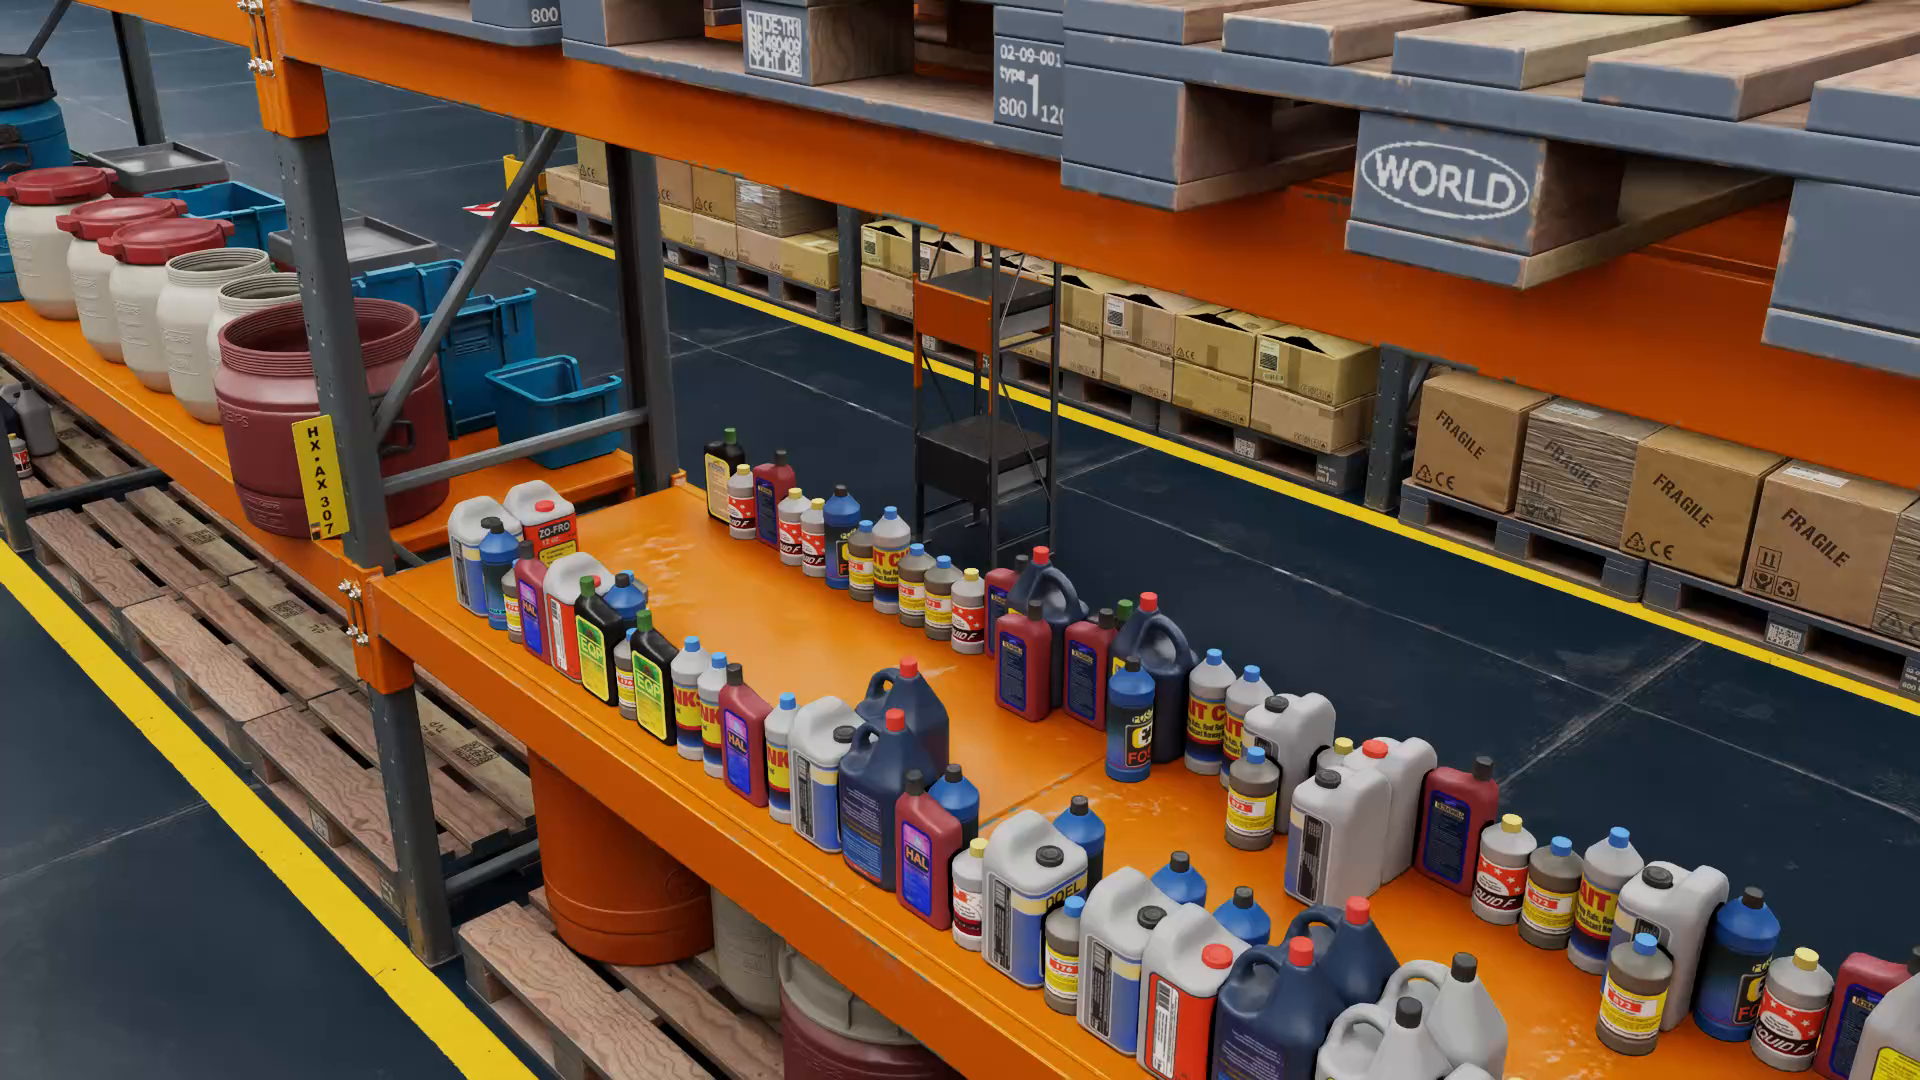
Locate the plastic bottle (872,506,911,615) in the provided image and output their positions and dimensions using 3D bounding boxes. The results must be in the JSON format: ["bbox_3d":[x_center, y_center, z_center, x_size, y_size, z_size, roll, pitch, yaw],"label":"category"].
[{"bbox_3d":[-0.172,0.046,4.191,0.097,0.271,0.097,0,25,0],"label":"plastic bottle"}]

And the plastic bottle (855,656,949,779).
[{"bbox_3d":[-0.117,0.389,3.343,0.144,0.351,0.185,-21,32,-38],"label":"plastic bottle"}]

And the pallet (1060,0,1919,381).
[{"bbox_3d":[0.877,-0.519,1.887,1.213,0.211,1.003,-21,32,-38],"label":"pallet"}]

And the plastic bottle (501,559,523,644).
[{"bbox_3d":[-1.064,0.143,4.061,0.097,0.201,0.097,0,25,0],"label":"plastic bottle"}]

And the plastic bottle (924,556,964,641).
[{"bbox_3d":[-0.039,0.137,4.076,0.097,0.201,0.097,0,25,0],"label":"plastic bottle"}]

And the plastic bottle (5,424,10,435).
[{"bbox_3d":[-4.553,-0.471,7.911,0.061,0.283,0.133,-19,31,-36],"label":"plastic bottle"}]

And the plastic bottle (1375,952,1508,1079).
[{"bbox_3d":[0.722,0.765,2.518,0.144,0.351,0.185,-21,32,-38],"label":"plastic bottle"}]

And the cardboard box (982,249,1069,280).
[{"bbox_3d":[0.428,-1.548,9.661,0.500,0.311,0.500,23,33,40],"label":"cardboard box"}]

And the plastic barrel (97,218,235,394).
[{"bbox_3d":[-2.693,-0.811,5.749,0.433,0.535,0.433,0,25,0],"label":"plastic barrel"}]

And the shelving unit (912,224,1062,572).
[{"bbox_3d":[0.113,-0.905,7.204,0.431,2.100,0.503,-21,32,-38],"label":"shelving unit"}]

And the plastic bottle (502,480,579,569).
[{"bbox_3d":[-1.079,-0.006,4.299,0.152,0.276,0.135,-21,32,-38],"label":"plastic bottle"}]

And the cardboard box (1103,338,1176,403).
[{"bbox_3d":[1.134,-0.985,9.102,0.500,0.250,0.500,-20,31,-37],"label":"cardboard box"}]

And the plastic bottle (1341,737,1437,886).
[{"bbox_3d":[0.813,0.497,3.196,0.152,0.276,0.135,-21,32,-38],"label":"plastic bottle"}]

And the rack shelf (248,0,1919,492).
[{"bbox_3d":[0.117,-0.674,2.866,1.077,0.370,4.000,-21,32,-38],"label":"rack shelf"}]

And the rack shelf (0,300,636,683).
[{"bbox_3d":[-2.617,-0.521,6.145,1.077,0.370,4.000,-21,32,-38],"label":"rack shelf"}]

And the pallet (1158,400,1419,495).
[{"bbox_3d":[1.834,-0.638,8.895,1.003,0.211,1.213,-21,32,-38],"label":"pallet"}]

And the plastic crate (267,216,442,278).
[{"bbox_3d":[-2.131,-0.848,5.917,0.402,0.464,0.583,-21,32,-38],"label":"plastic crate"}]

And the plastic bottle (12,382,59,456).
[{"bbox_3d":[-4.529,-0.603,8.120,0.144,0.351,0.185,-21,32,-38],"label":"plastic bottle"}]

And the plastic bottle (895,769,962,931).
[{"bbox_3d":[-0.057,0.563,3.042,0.061,0.283,0.133,-21,32,-38],"label":"plastic bottle"}]

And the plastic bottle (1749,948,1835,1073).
[{"bbox_3d":[1.362,0.758,2.715,0.097,0.201,0.097,0,25,0],"label":"plastic bottle"}]

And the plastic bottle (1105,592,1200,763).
[{"bbox_3d":[0.415,0.284,3.572,0.144,0.351,0.185,-21,32,-38],"label":"plastic bottle"}]

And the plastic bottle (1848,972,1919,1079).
[{"bbox_3d":[1.453,0.781,2.483,0.144,0.351,0.185,-21,32,-38],"label":"plastic bottle"}]

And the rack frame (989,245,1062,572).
[{"bbox_3d":[0.280,-0.831,7.042,0.400,2.100,0.015,-21,32,-38],"label":"rack frame"}]

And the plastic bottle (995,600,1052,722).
[{"bbox_3d":[0.140,0.255,3.717,0.061,0.283,0.133,-21,32,-38],"label":"plastic bottle"}]

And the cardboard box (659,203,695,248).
[{"bbox_3d":[-1.871,-2.330,12.050,0.500,0.250,0.500,-21,32,-38],"label":"cardboard box"}]

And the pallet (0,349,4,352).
[{"bbox_3d":[-6.080,-1.140,9.995,1.003,0.211,1.213,-21,32,-38],"label":"pallet"}]

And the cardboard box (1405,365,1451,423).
[{"bbox_3d":[2.225,-0.828,8.759,0.500,0.250,0.500,-21,32,-39],"label":"cardboard box"}]

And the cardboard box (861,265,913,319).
[{"bbox_3d":[-0.271,-1.606,10.463,0.500,0.250,0.500,-22,33,-40],"label":"cardboard box"}]

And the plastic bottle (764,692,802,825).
[{"bbox_3d":[-0.341,0.432,3.345,0.097,0.271,0.097,0,25,0],"label":"plastic bottle"}]

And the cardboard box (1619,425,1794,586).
[{"bbox_3d":[3.172,-0.180,7.012,0.500,0.500,0.500,-22,32,-39],"label":"cardboard box"}]

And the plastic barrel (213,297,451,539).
[{"bbox_3d":[-1.788,-0.359,4.759,0.600,0.536,0.708,-21,32,-38],"label":"plastic barrel"}]

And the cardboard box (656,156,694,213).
[{"bbox_3d":[-1.872,-2.671,11.893,0.500,0.500,0.500,-21,32,-38],"label":"cardboard box"}]

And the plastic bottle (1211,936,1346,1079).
[{"bbox_3d":[0.491,0.750,2.551,0.144,0.351,0.185,-21,32,-38],"label":"plastic bottle"}]

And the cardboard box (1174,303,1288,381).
[{"bbox_3d":[1.471,-1.086,8.648,0.500,0.311,0.500,-22,32,-39],"label":"cardboard box"}]

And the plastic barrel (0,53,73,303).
[{"bbox_3d":[-3.941,-1.479,6.775,0.600,0.901,0.708,-21,32,-38],"label":"plastic barrel"}]

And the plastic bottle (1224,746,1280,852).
[{"bbox_3d":[0.576,0.502,3.275,0.097,0.201,0.097,0,25,0],"label":"plastic bottle"}]

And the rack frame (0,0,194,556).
[{"bbox_3d":[-3.984,-1.454,7.324,1.000,3.000,0.127,-21,32,-38],"label":"rack frame"}]

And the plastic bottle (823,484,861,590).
[{"bbox_3d":[-0.306,-0.013,4.320,0.097,0.271,0.097,0,25,0],"label":"plastic bottle"}]

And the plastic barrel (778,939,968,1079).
[{"bbox_3d":[-0.131,1.149,4.016,0.600,0.588,0.708,-21,32,-38],"label":"plastic barrel"}]

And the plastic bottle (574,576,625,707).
[{"bbox_3d":[-0.815,0.227,3.778,0.061,0.283,0.133,-21,32,-38],"label":"plastic bottle"}]

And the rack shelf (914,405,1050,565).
[{"bbox_3d":[0.113,-0.256,7.500,0.431,0.518,0.480,-21,32,-38],"label":"rack shelf"}]

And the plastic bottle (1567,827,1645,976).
[{"bbox_3d":[1.137,0.626,2.919,0.097,0.271,0.097,0,25,0],"label":"plastic bottle"}]

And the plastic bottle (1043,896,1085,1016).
[{"bbox_3d":[0.193,0.701,2.840,0.097,0.201,0.097,0,25,0],"label":"plastic bottle"}]

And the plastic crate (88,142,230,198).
[{"bbox_3d":[-3.429,-1.423,7.179,0.402,0.464,0.583,-21,32,-38],"label":"plastic crate"}]

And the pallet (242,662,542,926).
[{"bbox_3d":[-1.751,0.781,5.785,1.003,0.211,1.213,-21,32,-38],"label":"pallet"}]

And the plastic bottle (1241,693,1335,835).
[{"bbox_3d":[0.655,0.427,3.350,0.152,0.276,0.135,-21,32,-38],"label":"plastic bottle"}]

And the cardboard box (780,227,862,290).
[{"bbox_3d":[-0.842,-1.877,11.057,0.500,0.250,0.500,-21,32,-38],"label":"cardboard box"}]

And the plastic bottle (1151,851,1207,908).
[{"bbox_3d":[0.371,0.655,2.855,0.097,0.271,0.097,0,25,0],"label":"plastic bottle"}]

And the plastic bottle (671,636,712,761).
[{"bbox_3d":[-0.566,0.332,3.562,0.097,0.271,0.097,0,25,0],"label":"plastic bottle"}]

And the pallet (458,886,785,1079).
[{"bbox_3d":[-0.680,1.253,4.748,1.003,0.211,1.213,-21,32,-38],"label":"pallet"}]

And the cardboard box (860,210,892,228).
[{"bbox_3d":[-0.454,-2.369,11.232,0.500,0.500,0.500,-21,32,-38],"label":"cardboard box"}]

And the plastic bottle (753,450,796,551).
[{"bbox_3d":[-0.504,-0.118,4.535,0.061,0.283,0.133,-21,32,-38],"label":"plastic bottle"}]

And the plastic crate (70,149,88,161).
[{"bbox_3d":[-4.706,-1.849,8.445,0.450,0.188,0.662,-21,32,-38],"label":"plastic crate"}]

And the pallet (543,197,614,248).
[{"bbox_3d":[-2.546,-2.582,13.155,1.003,0.211,1.213,-21,32,-38],"label":"pallet"}]
